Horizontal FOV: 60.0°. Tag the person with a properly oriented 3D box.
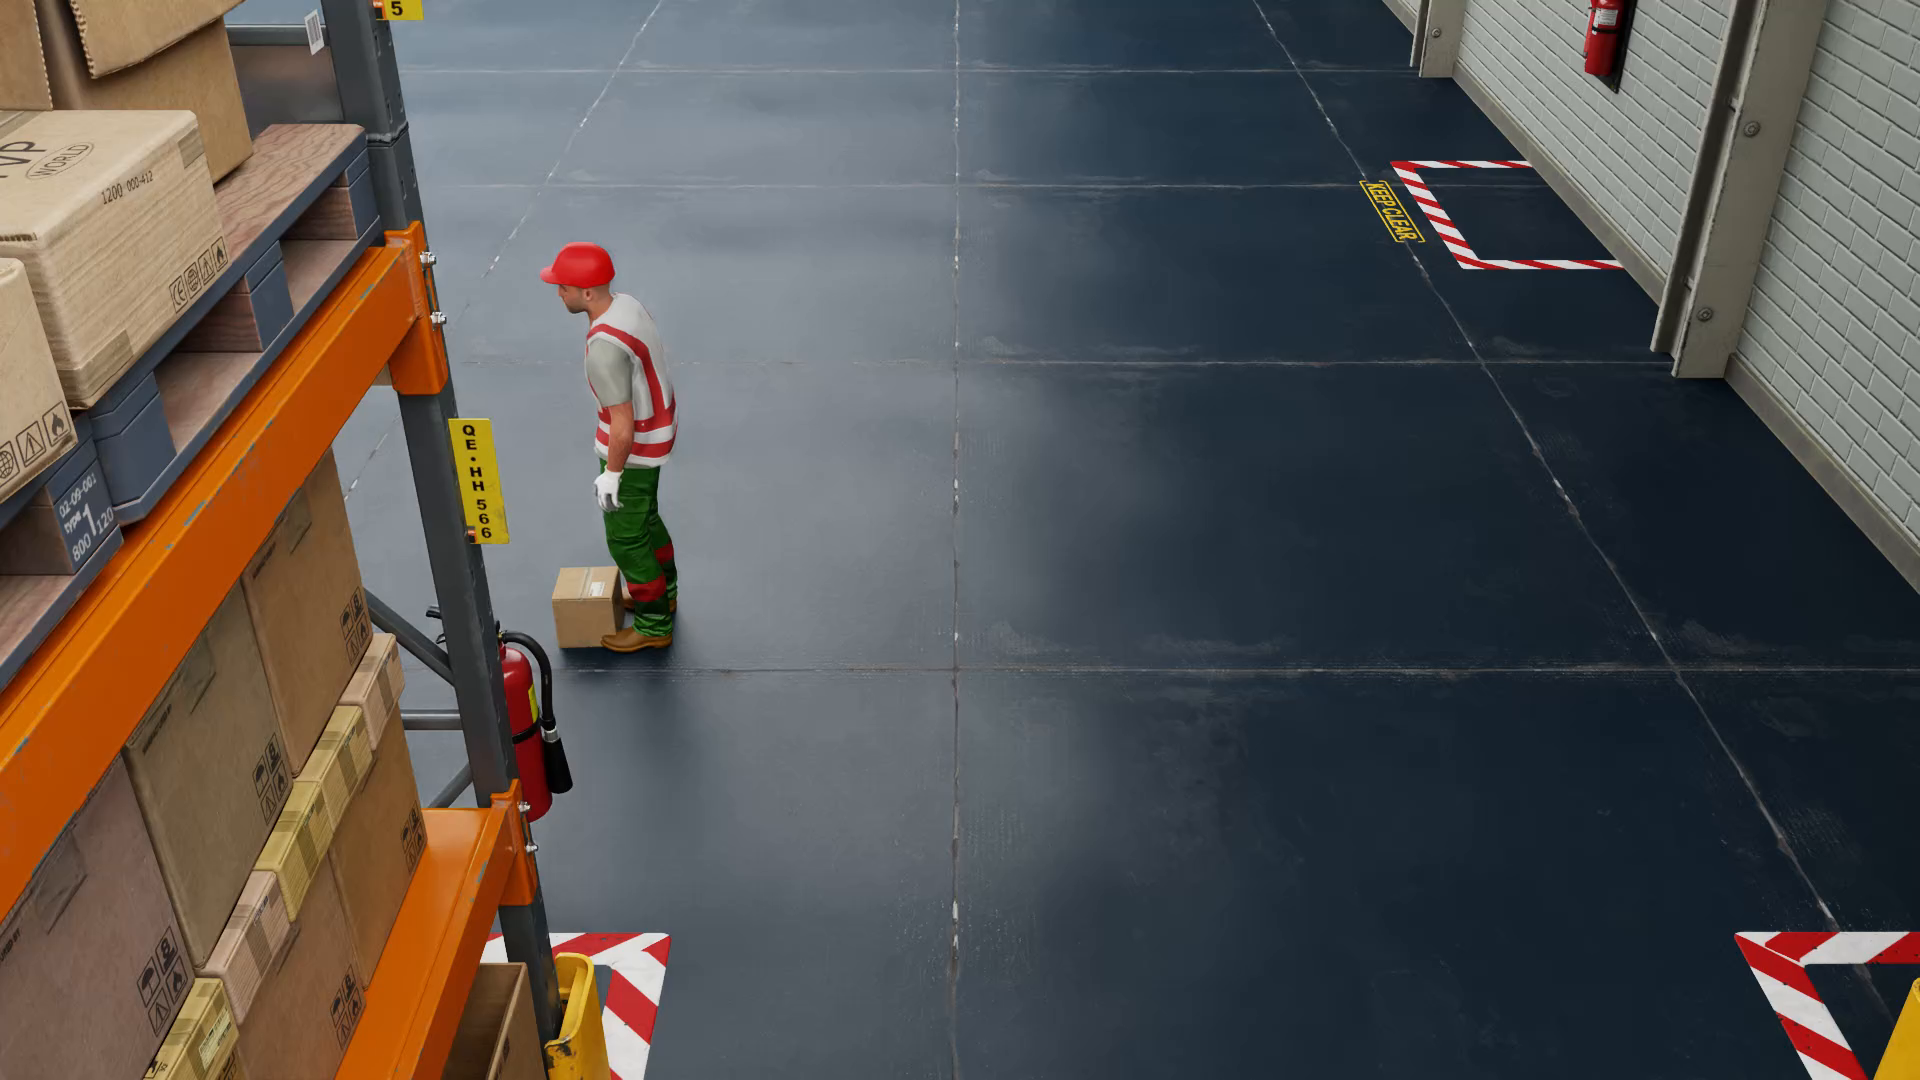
[{"bbox_3d":[-1.366,-0.371,6.732,0.455,1.779,0.613,0,31,-1],"label":"person"}]
